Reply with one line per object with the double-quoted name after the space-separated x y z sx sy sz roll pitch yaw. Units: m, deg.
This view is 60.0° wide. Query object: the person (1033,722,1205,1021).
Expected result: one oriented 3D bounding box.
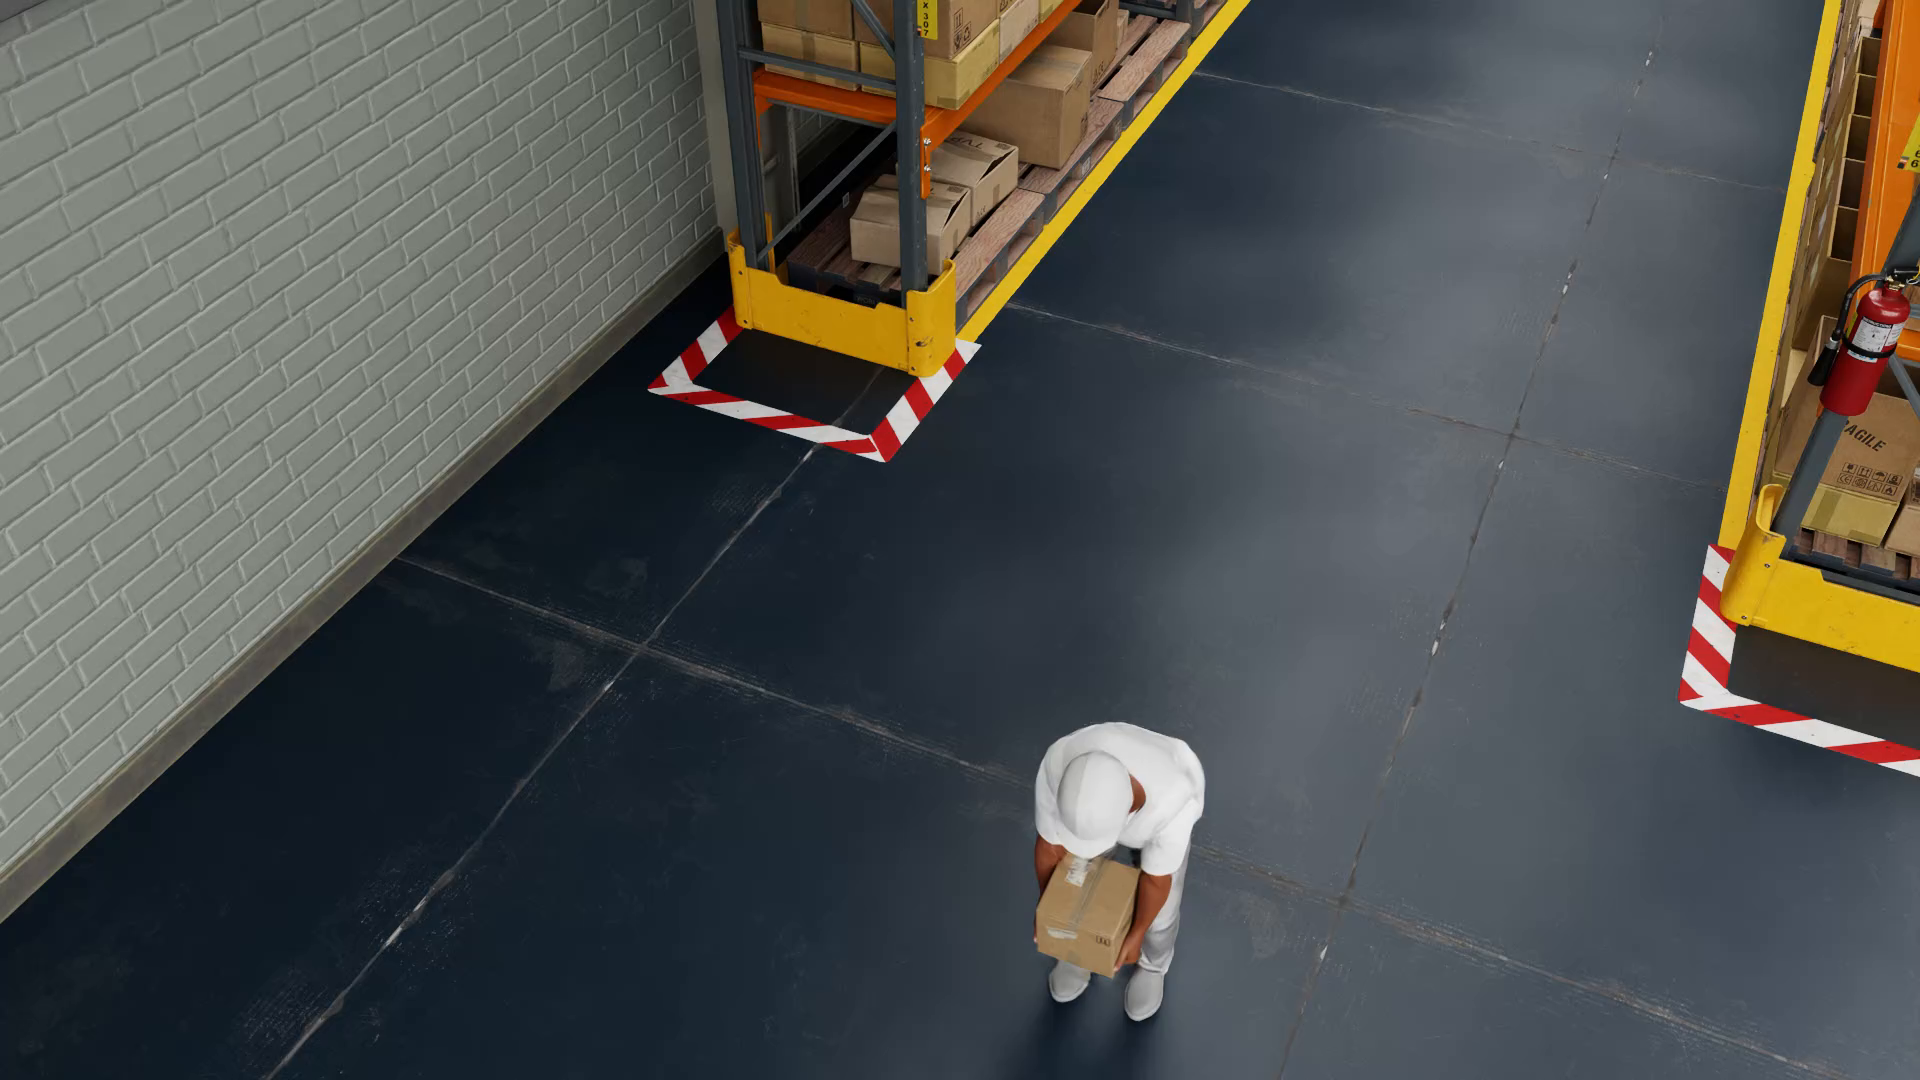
0.473 1.020 5.156 0.477 1.554 0.799 16 44 18 "person"
